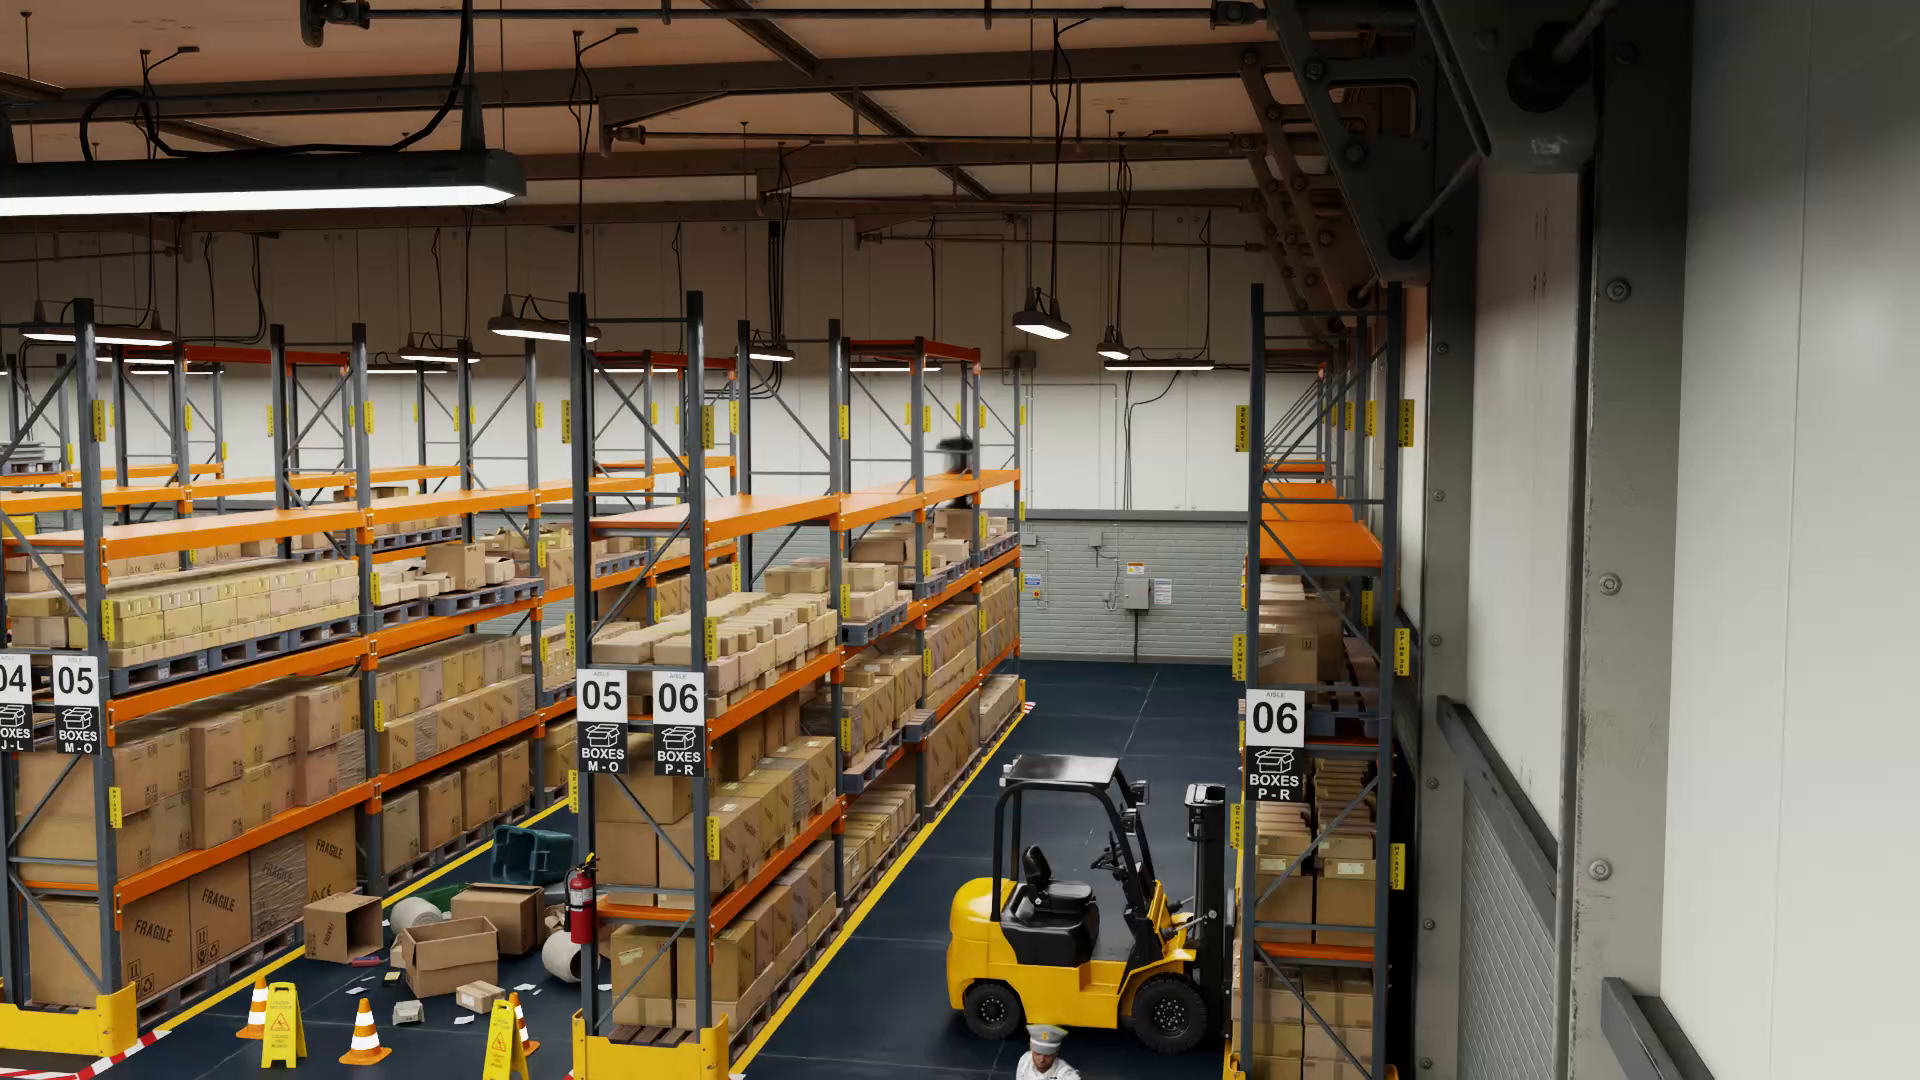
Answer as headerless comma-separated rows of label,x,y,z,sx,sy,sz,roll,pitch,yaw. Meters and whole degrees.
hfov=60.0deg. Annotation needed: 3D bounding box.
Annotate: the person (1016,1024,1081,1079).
person,0.499,3.572,9.784,0.580,1.612,0.675,2,5,23
